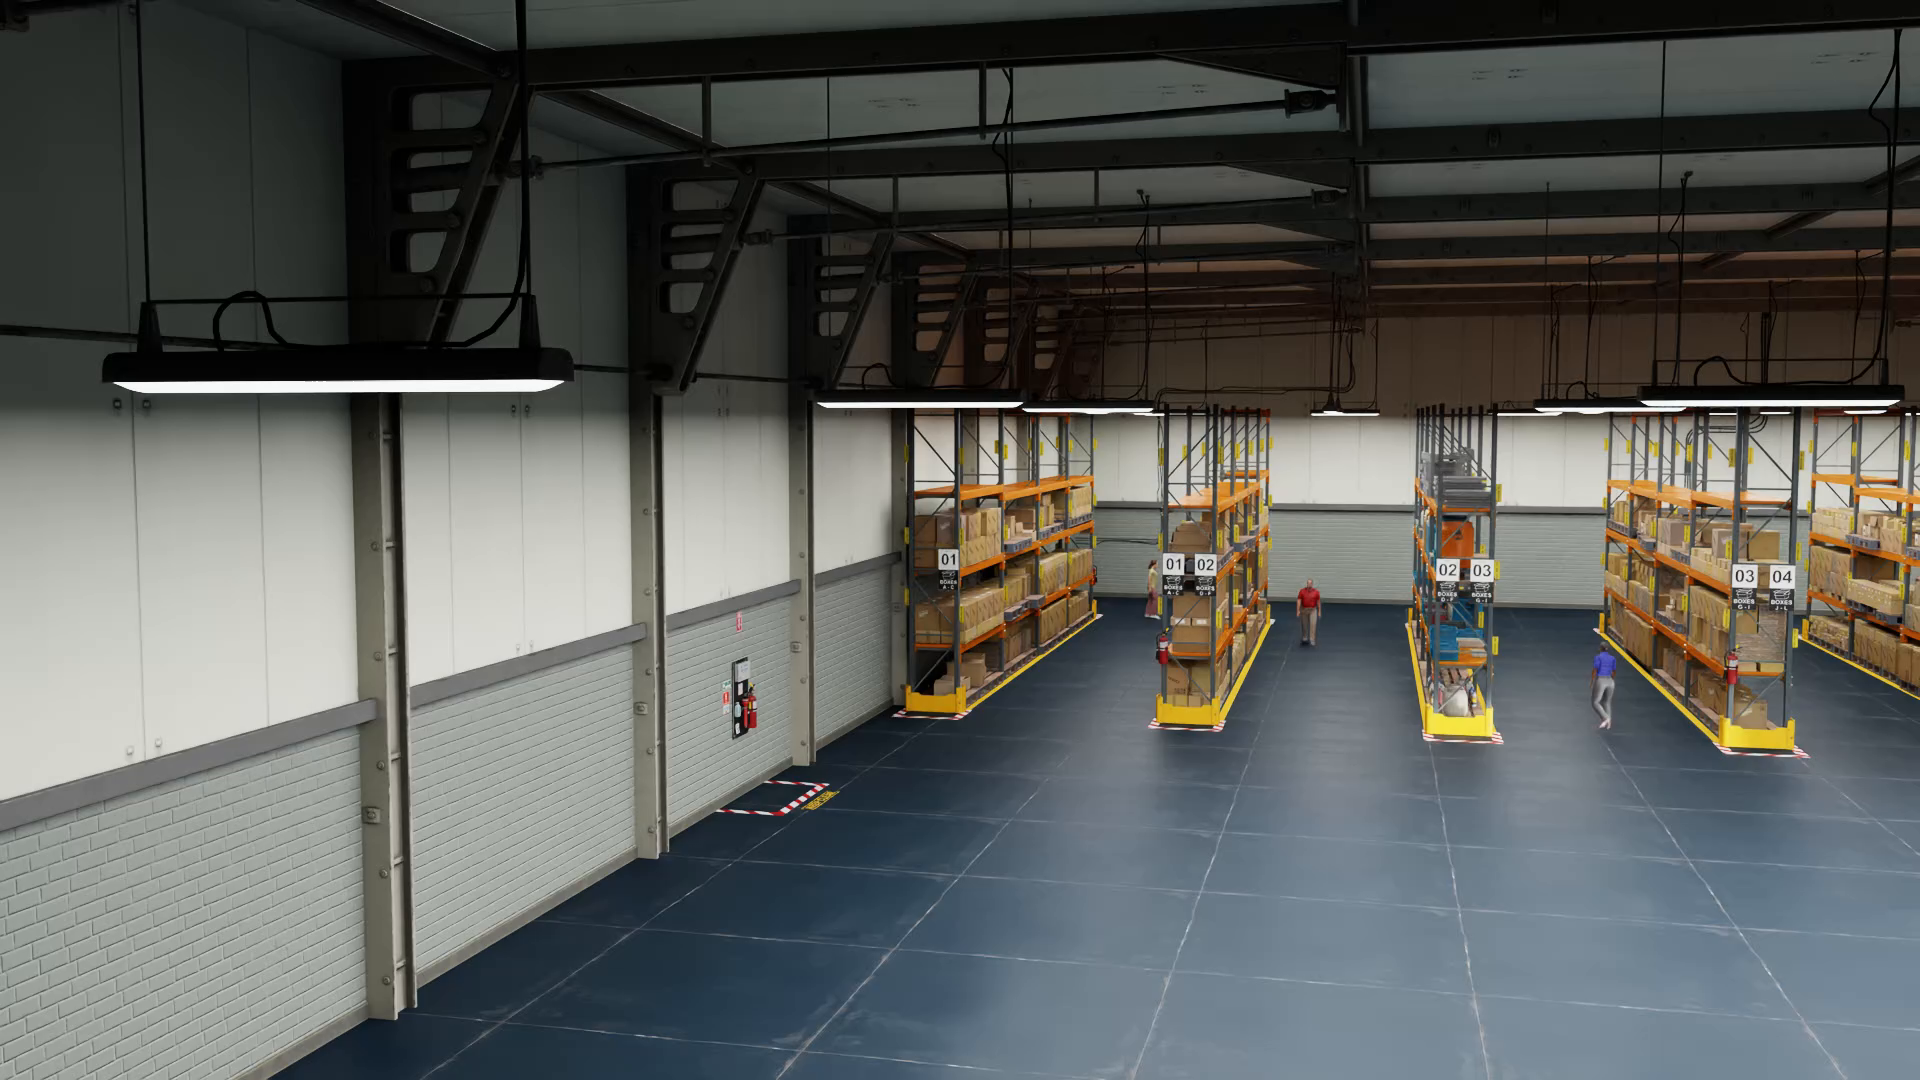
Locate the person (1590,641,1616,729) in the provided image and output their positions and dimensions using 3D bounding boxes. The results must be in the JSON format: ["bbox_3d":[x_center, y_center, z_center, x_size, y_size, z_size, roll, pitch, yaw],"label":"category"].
[{"bbox_3d":[11.904,2.689,30.710,0.507,1.610,0.664,0,4,-2],"label":"person"}]

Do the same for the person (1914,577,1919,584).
[{"bbox_3d":[23.932,1.822,41.532,0.632,1.808,0.468,-1,4,-11],"label":"person"}]

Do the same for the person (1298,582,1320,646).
[{"bbox_3d":[19.319,1.949,40.791,21.668,1.584,2.321,1,4,10],"label":"person"}]

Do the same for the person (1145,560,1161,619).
[{"bbox_3d":[5.561,1.419,47.804,0.485,1.718,0.505,1,4,10],"label":"person"}]

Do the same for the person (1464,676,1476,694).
[{"bbox_3d":[15.450,1.170,39.418,27.195,3.375,11.814,-2,5,-24],"label":"person"}]
